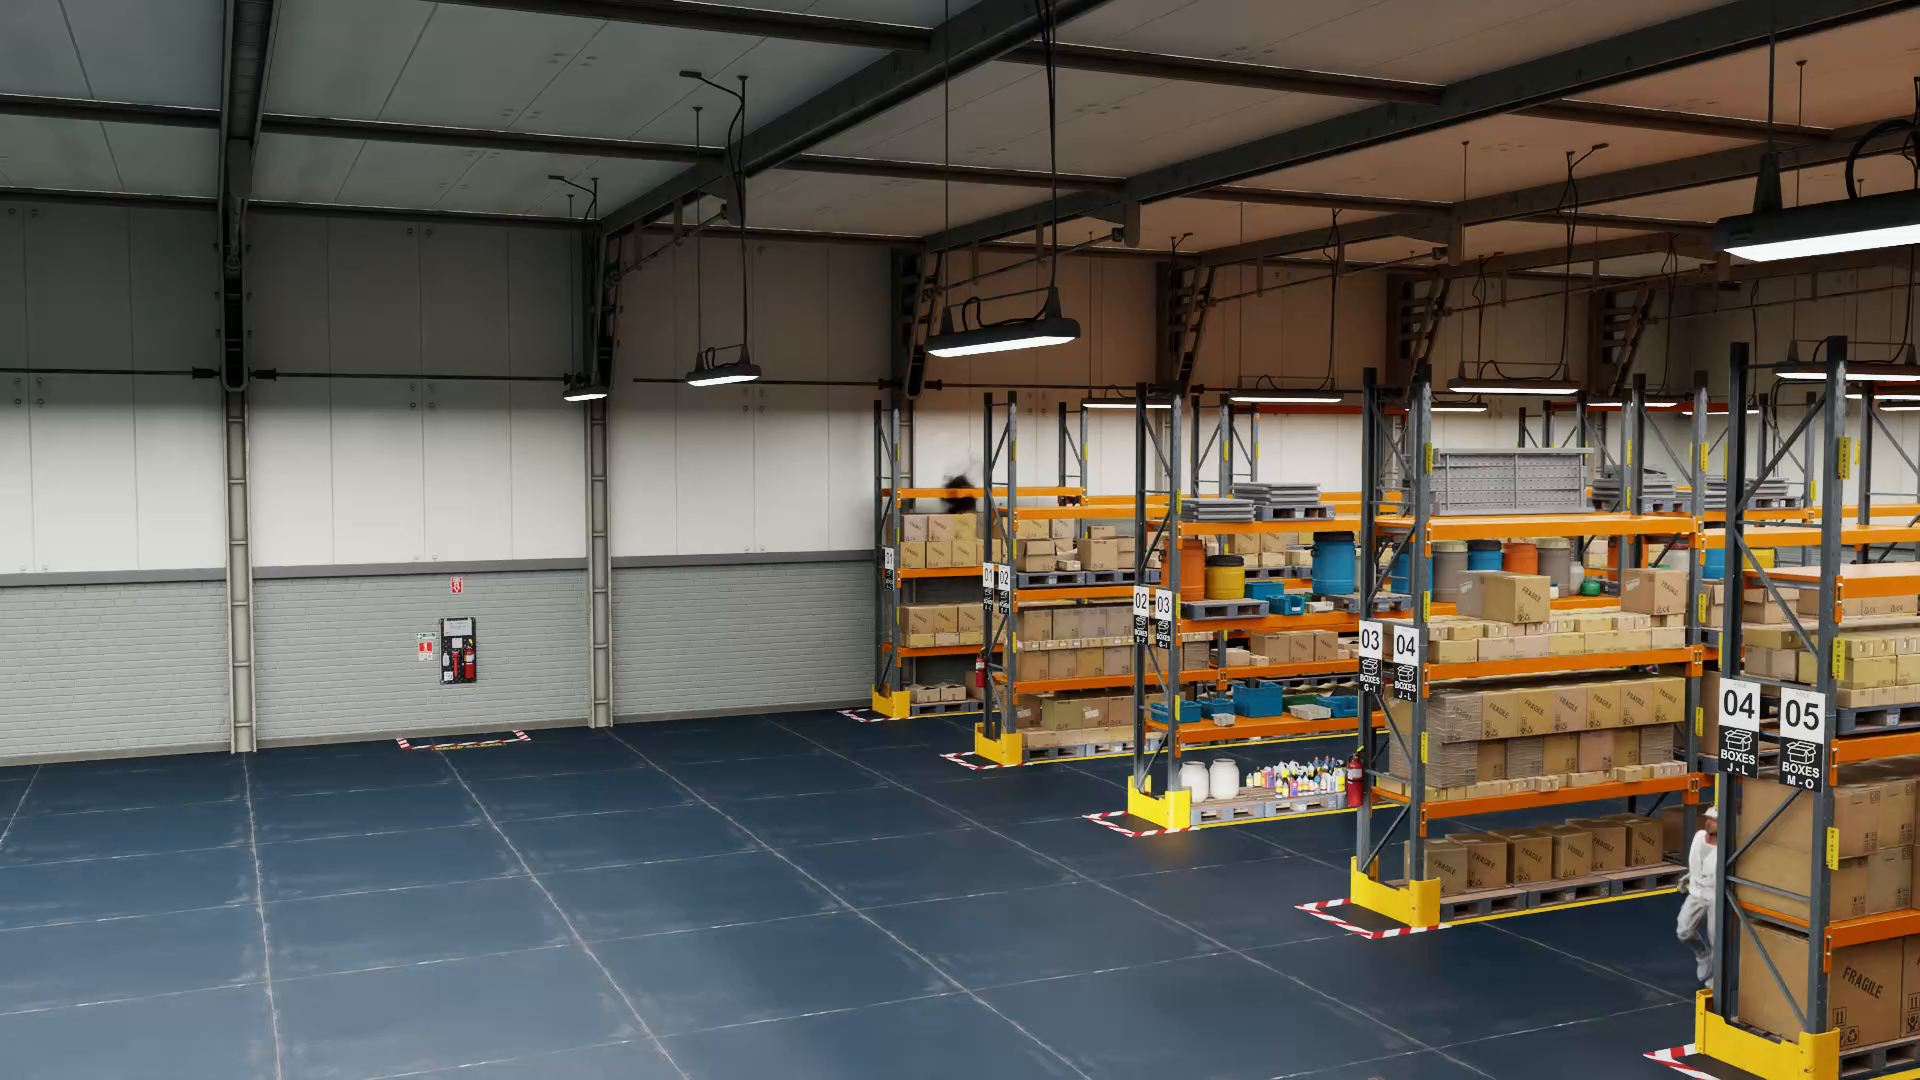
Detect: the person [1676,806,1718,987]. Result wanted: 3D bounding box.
[{"bbox_3d":[7.039,3.365,15.657,0.624,1.737,0.670,-2,4,-33],"label":"person"}]
